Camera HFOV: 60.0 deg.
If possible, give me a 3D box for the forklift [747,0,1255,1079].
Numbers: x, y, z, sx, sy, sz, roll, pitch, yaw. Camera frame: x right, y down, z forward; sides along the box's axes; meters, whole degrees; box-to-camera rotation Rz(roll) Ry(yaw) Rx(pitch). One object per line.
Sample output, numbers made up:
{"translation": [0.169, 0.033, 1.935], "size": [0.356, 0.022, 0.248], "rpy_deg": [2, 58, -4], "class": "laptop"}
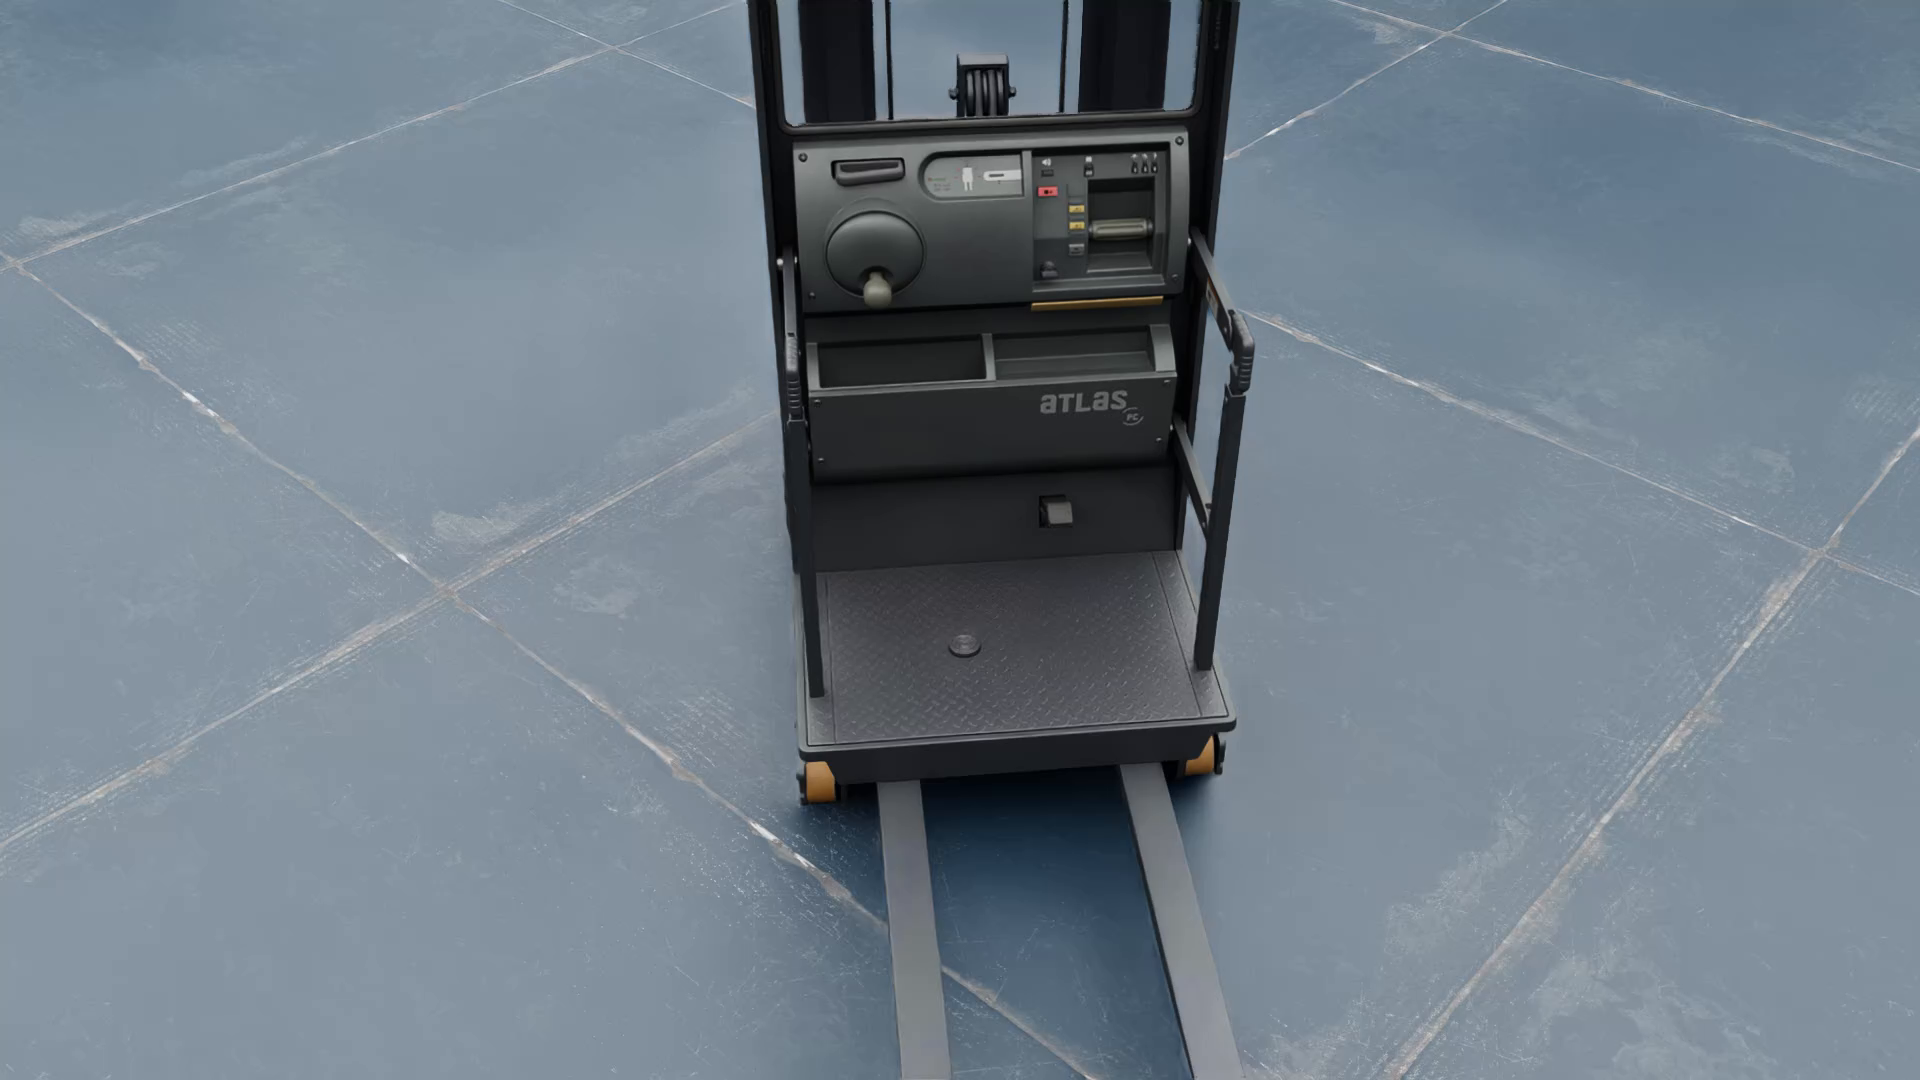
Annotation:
{"translation": [0.103, -0.681, 3.751], "size": [1.130, 2.935, 3.031], "rpy_deg": [-4, 39, -4], "class": "forklift"}
